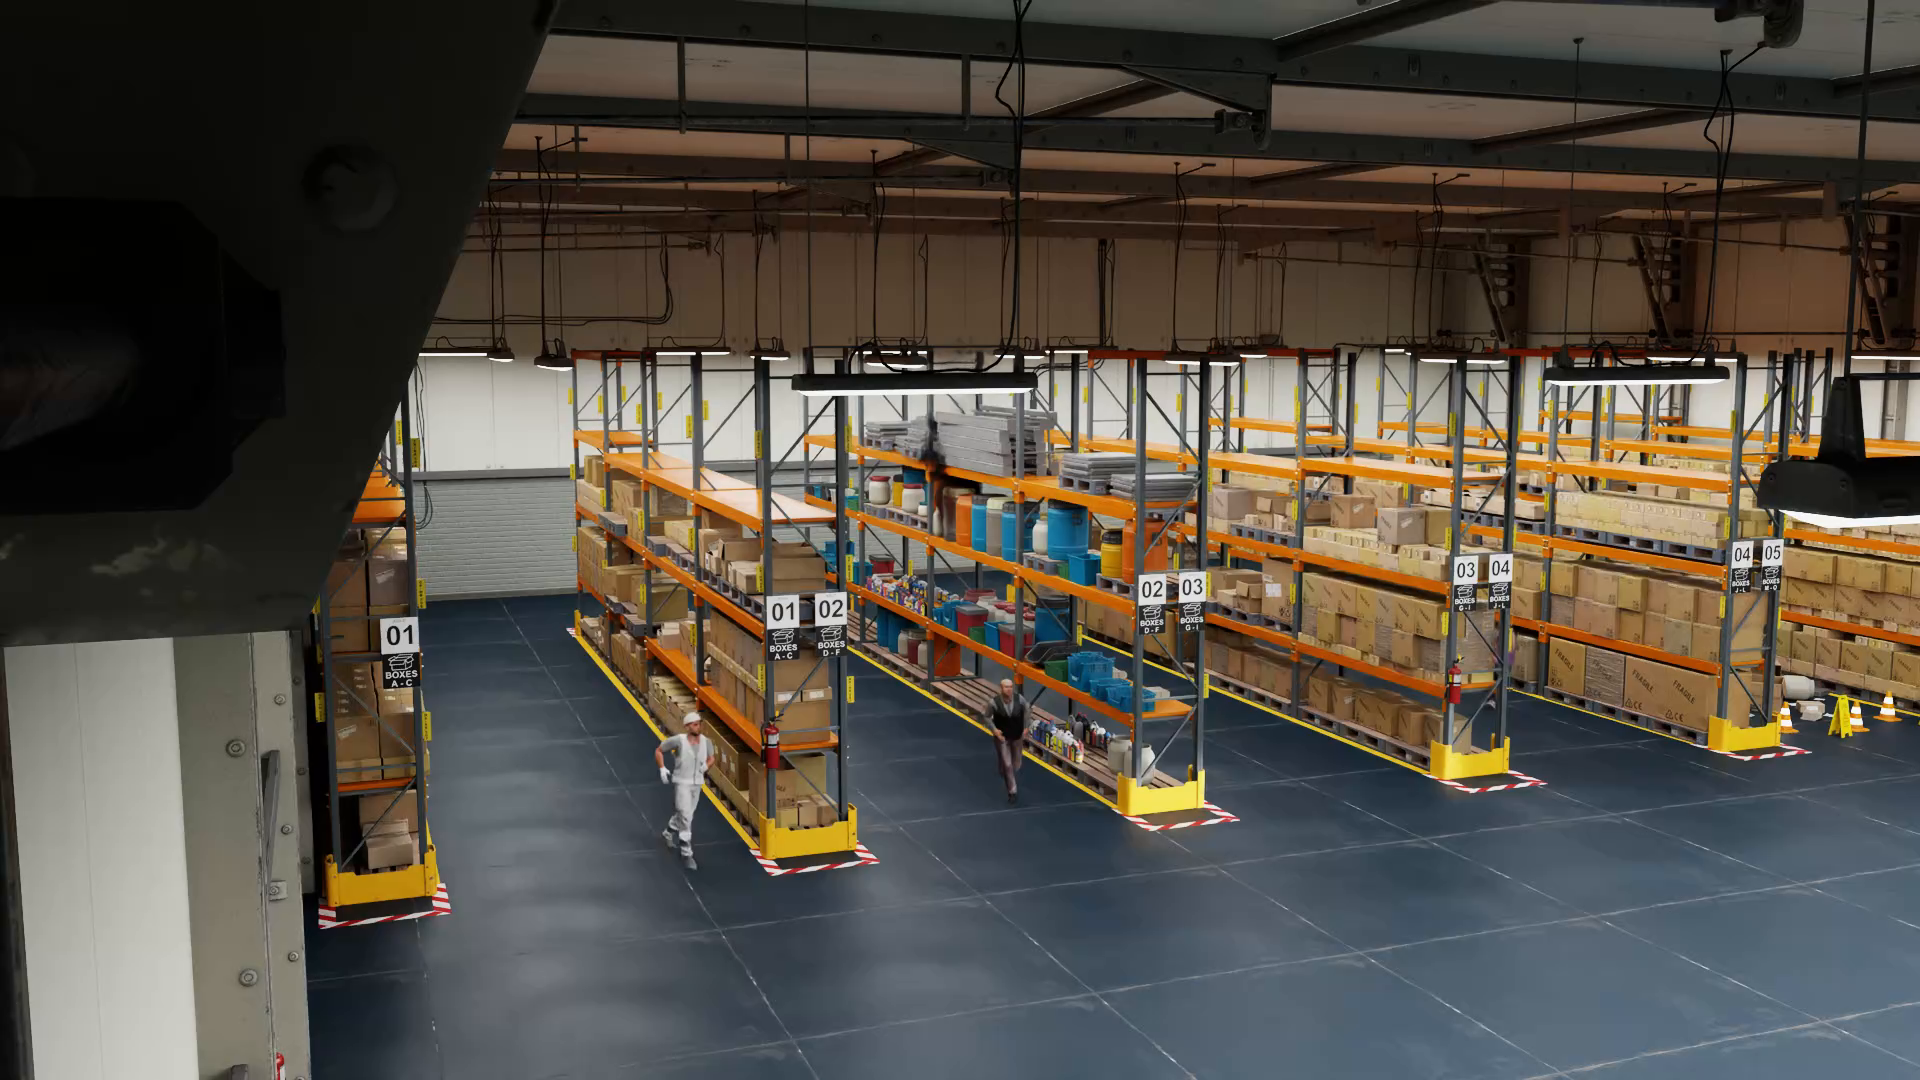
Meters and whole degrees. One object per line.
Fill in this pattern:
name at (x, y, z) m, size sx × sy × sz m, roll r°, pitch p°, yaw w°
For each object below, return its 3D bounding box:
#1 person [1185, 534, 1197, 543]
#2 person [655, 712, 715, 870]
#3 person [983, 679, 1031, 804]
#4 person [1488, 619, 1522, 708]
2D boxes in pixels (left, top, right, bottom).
person at (5.675, 0.398, 41.399) m, size 0.511 × 1.559 × 0.593 m, roll 4°, pitch 8°, yaw 31°
person at (-3.286, 2.978, 20.081) m, size 0.700 × 1.827 × 0.898 m, roll -6°, pitch 10°, yaw -42°
person at (0.633, 2.702, 22.746) m, size 0.677 × 1.695 × 0.767 m, roll -2°, pitch 7°, yaw -14°
person at (9.126, 2.095, 27.859) m, size 0.507 × 1.625 × 0.684 m, roll -3°, pitch 8°, yaw -21°
